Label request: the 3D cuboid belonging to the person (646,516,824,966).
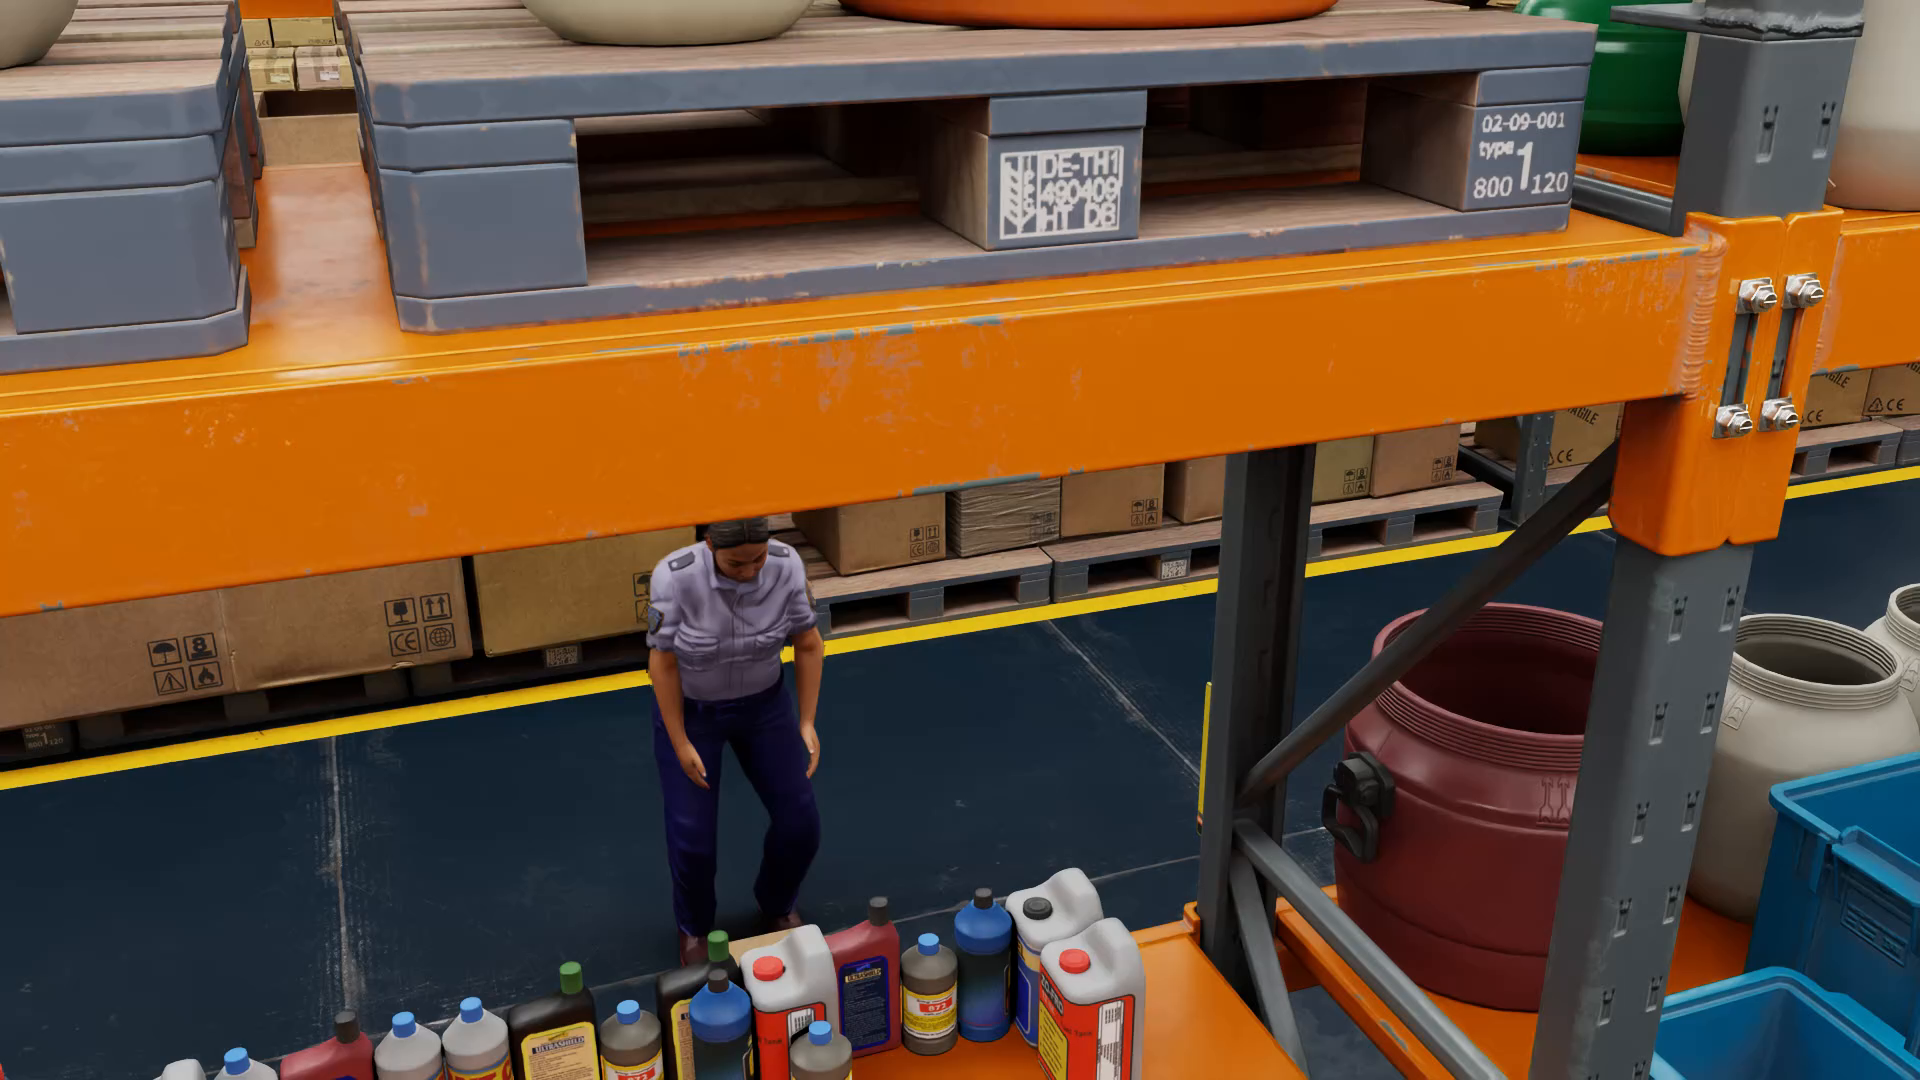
[{"bbox_3d":[-0.659,0.548,4.953,0.515,1.546,0.485,-8,24,-18],"label":"person"}]
